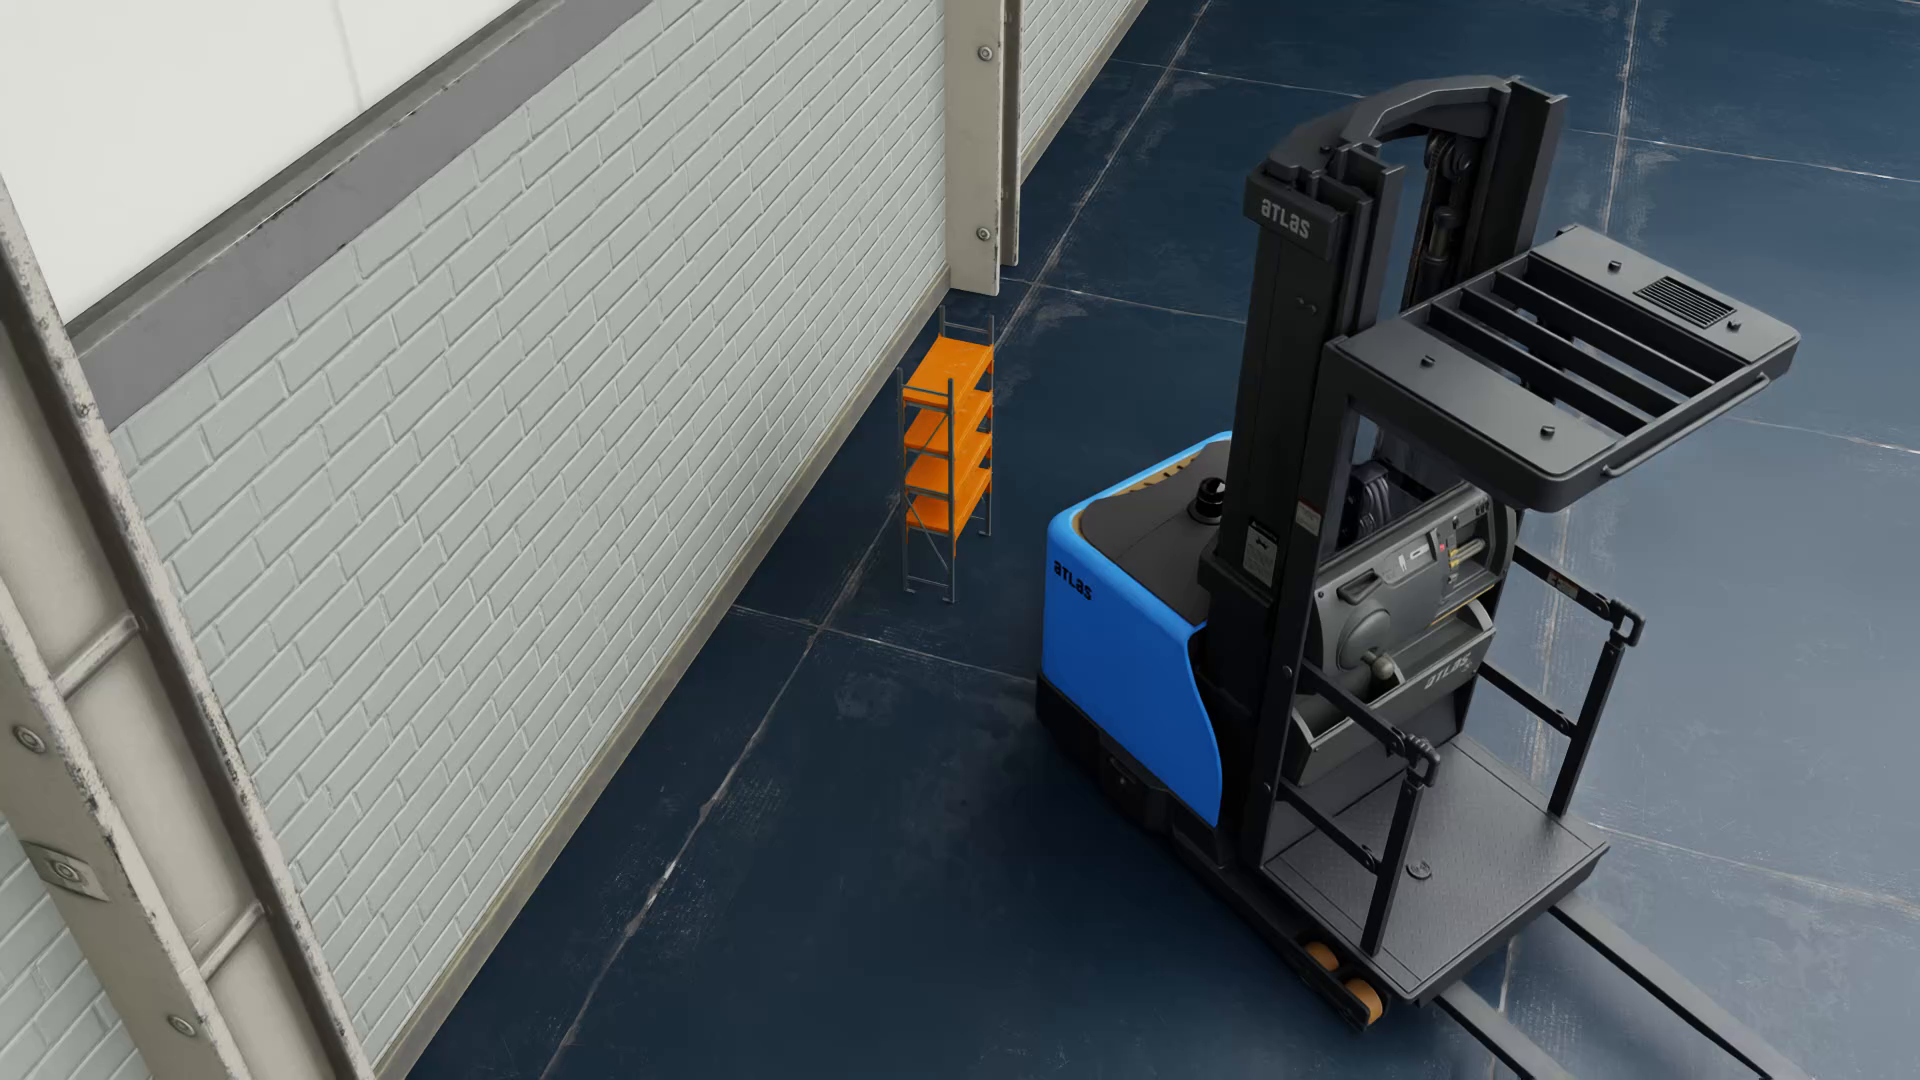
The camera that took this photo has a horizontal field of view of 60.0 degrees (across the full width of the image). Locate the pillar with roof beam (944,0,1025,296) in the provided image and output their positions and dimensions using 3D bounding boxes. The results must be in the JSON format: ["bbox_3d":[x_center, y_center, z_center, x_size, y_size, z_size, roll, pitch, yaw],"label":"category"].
[{"bbox_3d":[4.170,-3.986,5.443,9.100,9.000,0.400,13,42,15],"label":"pillar with roof beam"}]

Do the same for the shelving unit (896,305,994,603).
[{"bbox_3d":[-0.057,-0.355,7.196,0.258,1.200,0.503,13,42,15],"label":"shelving unit"}]

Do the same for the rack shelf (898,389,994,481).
[{"bbox_3d":[-0.057,-0.474,7.094,0.258,0.148,0.480,13,42,15],"label":"rack shelf"}]

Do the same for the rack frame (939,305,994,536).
[{"bbox_3d":[0.027,-0.504,7.370,0.240,1.200,0.015,13,42,15],"label":"rack frame"}]

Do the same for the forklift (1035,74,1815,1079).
[{"bbox_3d":[1.598,0.196,5.216,1.130,2.935,3.031,-26,47,-27],"label":"forklift"}]

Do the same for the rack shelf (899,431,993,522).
[{"bbox_3d":[-0.057,-0.304,7.240,0.258,0.148,0.480,13,42,15],"label":"rack shelf"}]

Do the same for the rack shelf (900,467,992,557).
[{"bbox_3d":[-0.057,-0.153,7.368,0.258,0.148,0.480,13,42,15],"label":"rack shelf"}]

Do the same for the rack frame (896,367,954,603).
[{"bbox_3d":[-0.140,-0.207,7.021,0.240,1.200,0.015,13,42,15],"label":"rack frame"}]

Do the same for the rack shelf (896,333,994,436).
[{"bbox_3d":[-0.057,-0.654,6.941,0.258,0.148,0.480,13,42,15],"label":"rack shelf"}]
